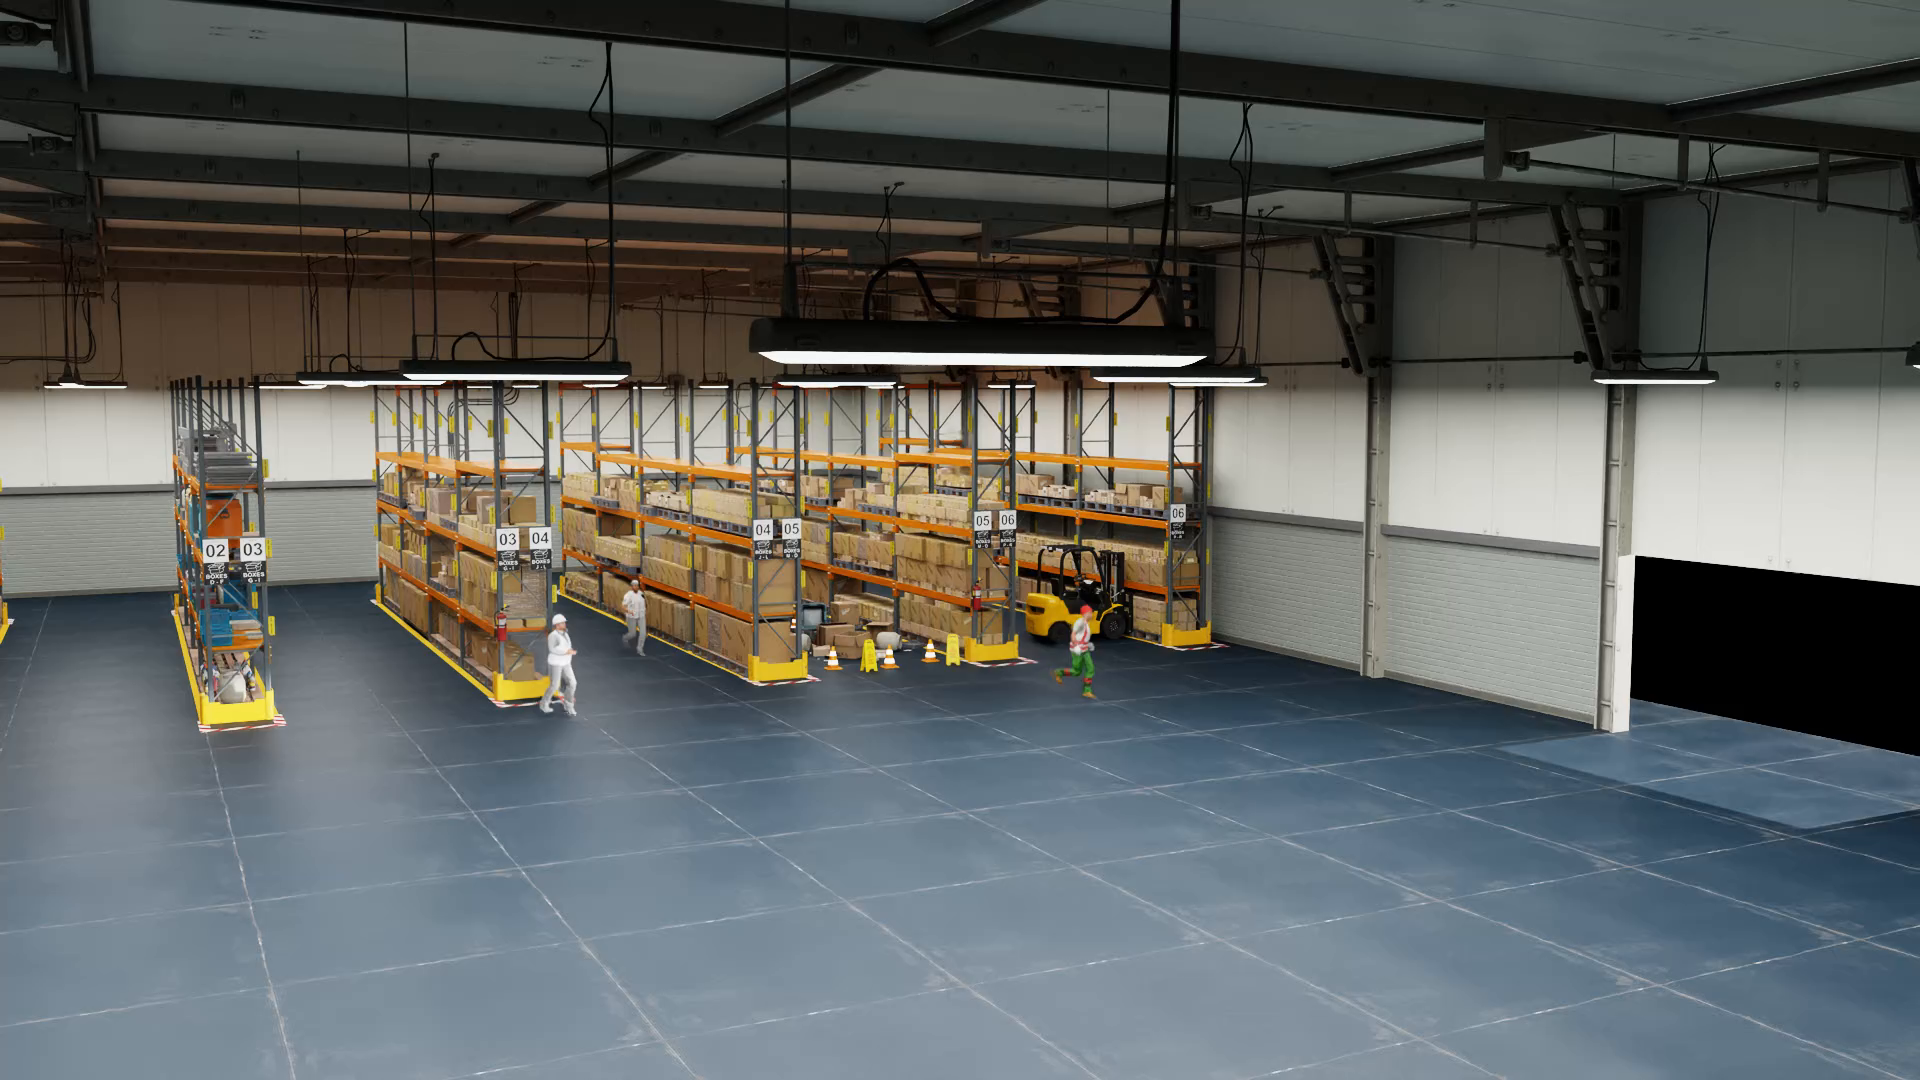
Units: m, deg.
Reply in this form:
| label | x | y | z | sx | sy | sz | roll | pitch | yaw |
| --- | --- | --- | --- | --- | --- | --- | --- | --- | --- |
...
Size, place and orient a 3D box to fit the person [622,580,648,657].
| label | x | y | z | sx | sy | sz | roll | pitch | yaw |
| --- | --- | --- | --- | --- | --- | --- | --- | --- | --- |
| person | -7.105 | 1.694 | 36.318 | 0.588 | 1.655 | 0.769 | -4 | 6 | -38 |

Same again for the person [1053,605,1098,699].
| label | x | y | z | sx | sy | sz | roll | pitch | yaw |
| --- | --- | --- | --- | --- | --- | --- | --- | --- | --- |
| person | 2.199 | 2.093 | 31.269 | 0.895 | 1.759 | 0.662 | 3 | 6 | 27 |

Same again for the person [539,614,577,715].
| label | x | y | z | sx | sy | sz | roll | pitch | yaw |
| --- | --- | --- | --- | --- | --- | --- | --- | --- | --- |
| person | -7.096 | 2.237 | 29.469 | 0.757 | 1.854 | 0.669 | 2 | 5 | 19 |

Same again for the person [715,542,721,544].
| label | x | y | z | sx | sy | sz | roll | pitch | yaw |
| --- | --- | --- | --- | --- | --- | --- | --- | --- | --- |
| person | -6.482 | 0.911 | 44.706 | 0.570 | 1.711 | 0.812 | -3 | 6 | -30 |
